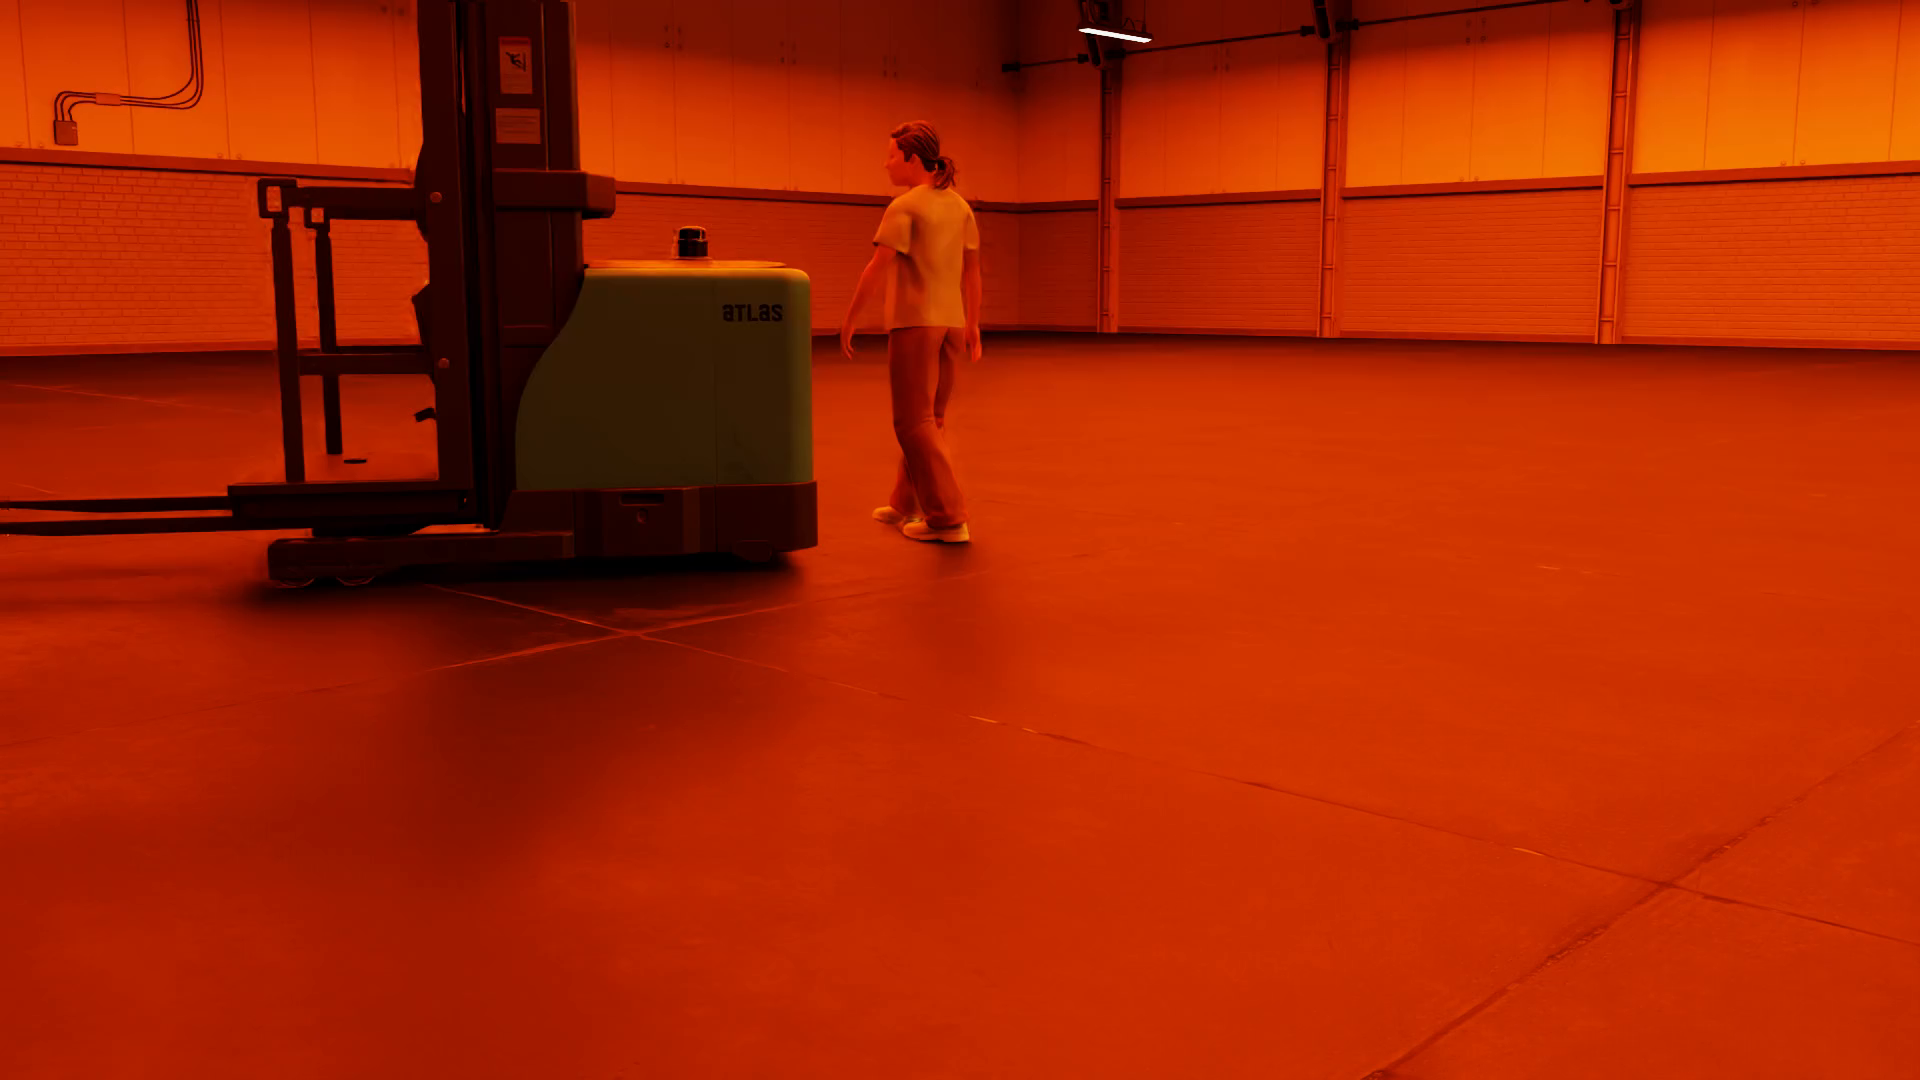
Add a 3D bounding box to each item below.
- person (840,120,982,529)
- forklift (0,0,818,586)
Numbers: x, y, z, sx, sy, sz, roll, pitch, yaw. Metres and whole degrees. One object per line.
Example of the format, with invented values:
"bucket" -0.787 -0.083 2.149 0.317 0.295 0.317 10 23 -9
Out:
"person" -0.178 -0.851 6.634 0.504 1.596 0.618 7 11 38
"forklift" -2.096 -1.371 5.982 3.031 2.935 1.130 -2 9 -13
